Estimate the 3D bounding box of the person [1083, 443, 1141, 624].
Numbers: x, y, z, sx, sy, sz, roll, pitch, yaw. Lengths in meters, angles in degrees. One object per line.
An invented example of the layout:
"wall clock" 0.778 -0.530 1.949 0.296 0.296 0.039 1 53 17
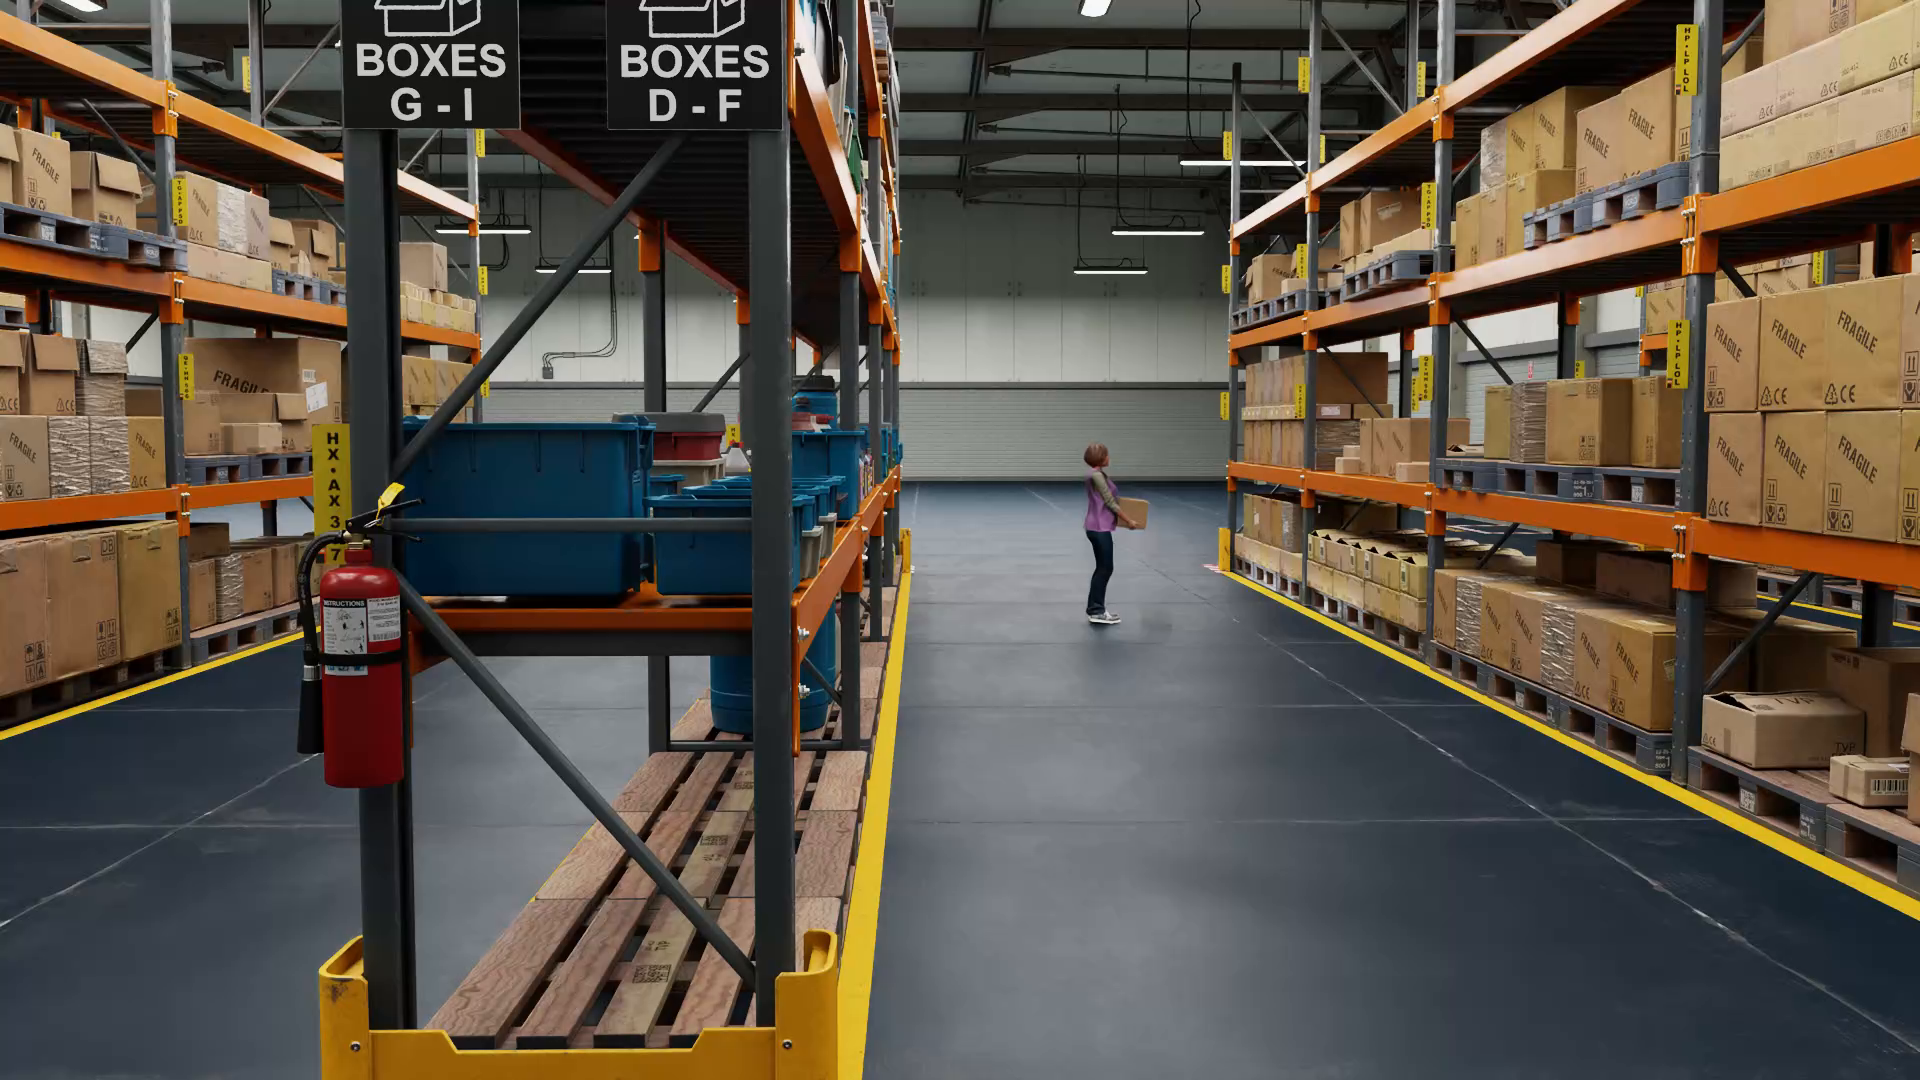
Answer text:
"person" 1.339 -0.065 14.709 0.494 1.593 0.404 0 4 0
